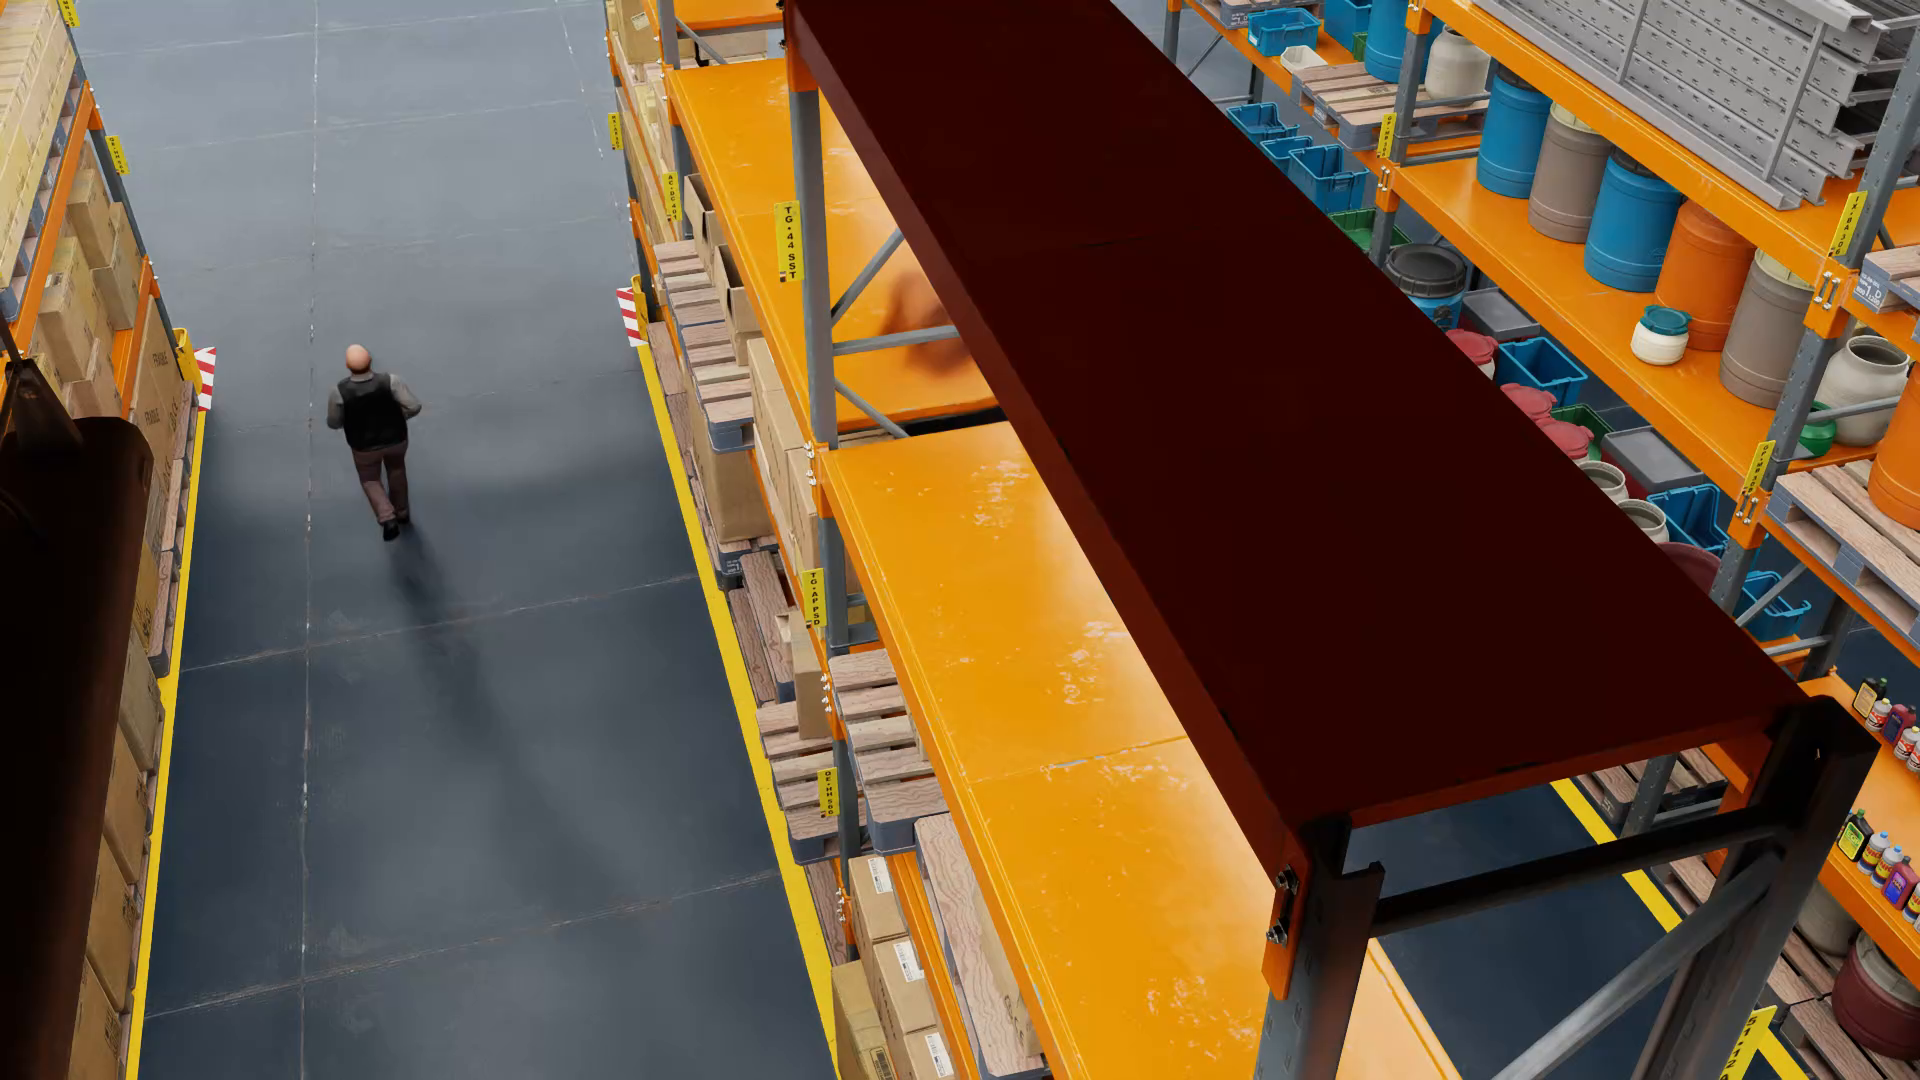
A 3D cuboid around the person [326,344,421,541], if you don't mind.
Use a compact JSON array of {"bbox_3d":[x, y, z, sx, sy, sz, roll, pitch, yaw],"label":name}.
[{"bbox_3d":[-4.319,-0.733,12.399,0.666,1.682,0.753,-17,41,-20],"label":"person"}]
